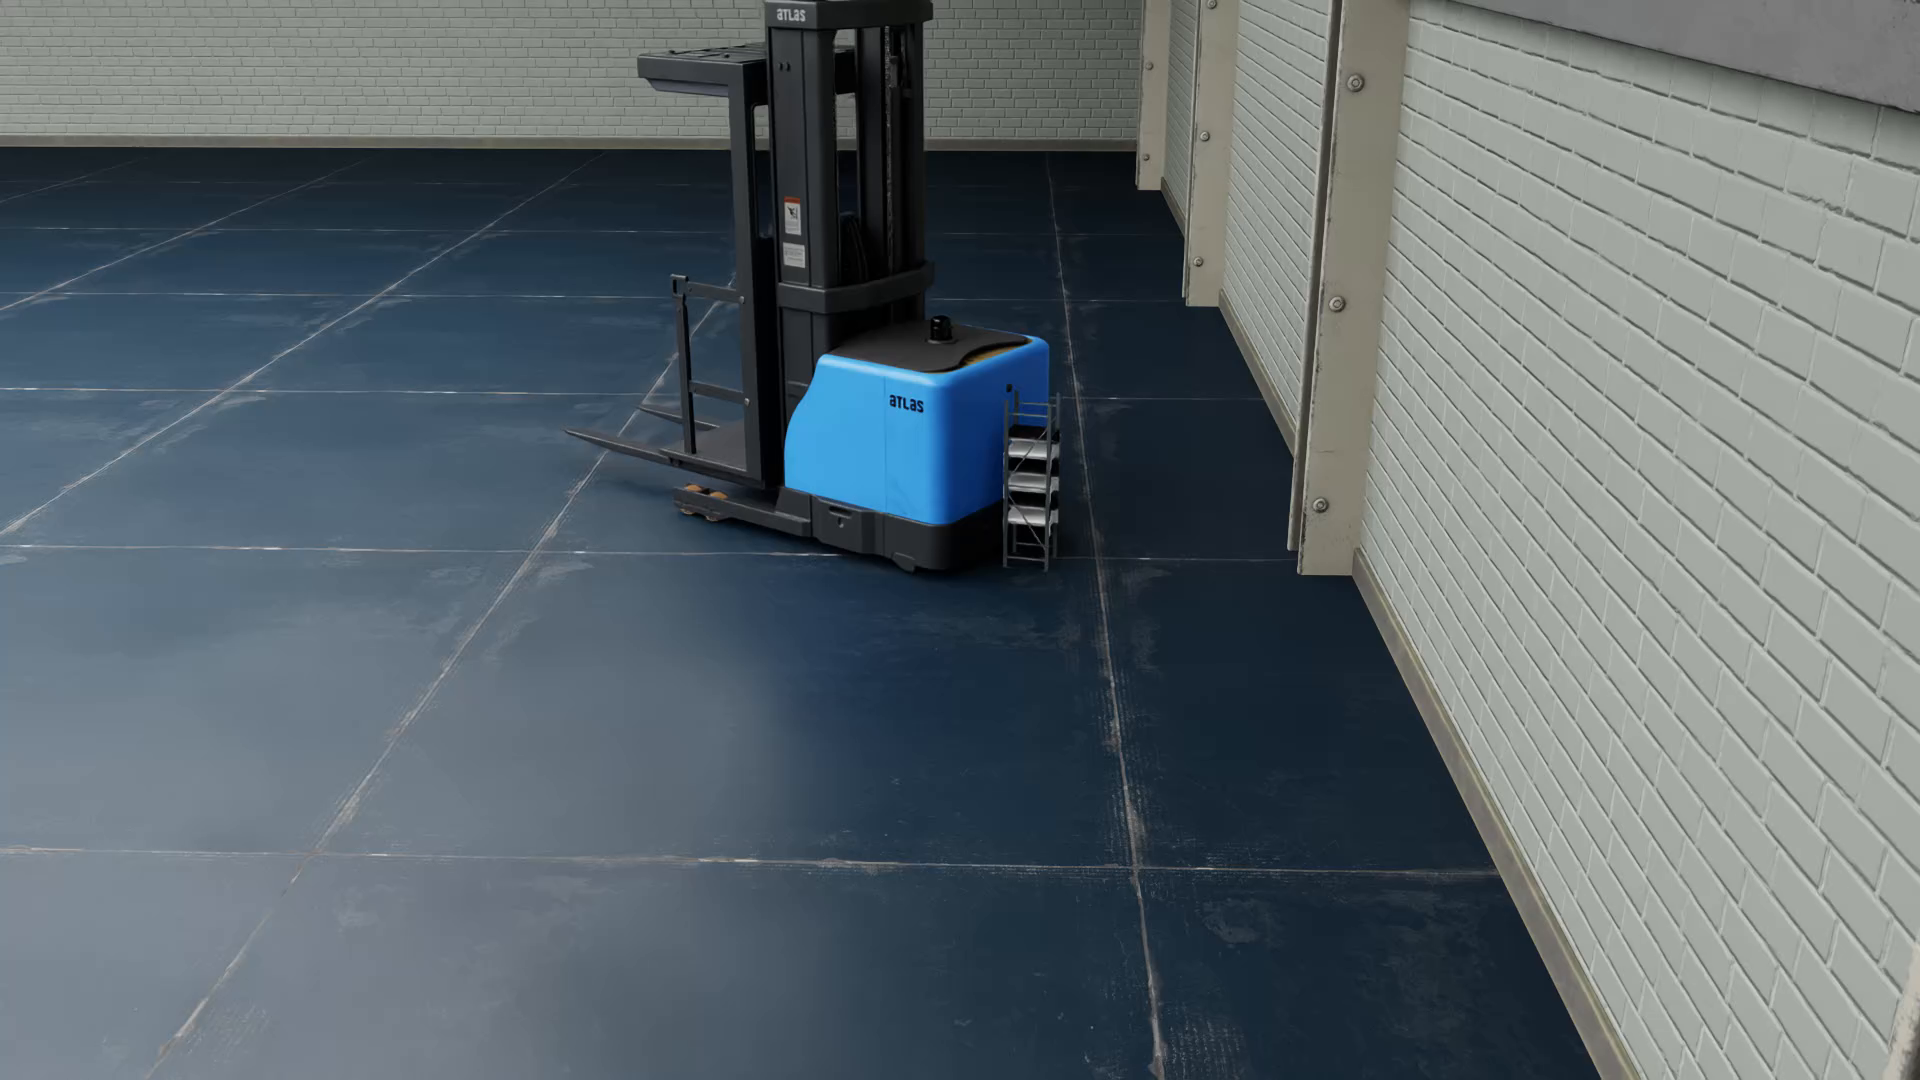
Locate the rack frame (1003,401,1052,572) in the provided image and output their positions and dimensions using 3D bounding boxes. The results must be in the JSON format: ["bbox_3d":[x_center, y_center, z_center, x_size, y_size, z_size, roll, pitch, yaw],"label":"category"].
[{"bbox_3d":[0.341,-0.265,8.469,0.240,0.900,0.006,6,22,14],"label":"rack frame"}]

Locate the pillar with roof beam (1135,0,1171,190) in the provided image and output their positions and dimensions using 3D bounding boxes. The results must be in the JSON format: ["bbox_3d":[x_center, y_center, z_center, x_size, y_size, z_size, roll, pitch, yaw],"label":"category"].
[{"bbox_3d":[-2.032,-8.473,18.426,9.100,9.000,0.400,1,21,2],"label":"pillar with roof beam"}]

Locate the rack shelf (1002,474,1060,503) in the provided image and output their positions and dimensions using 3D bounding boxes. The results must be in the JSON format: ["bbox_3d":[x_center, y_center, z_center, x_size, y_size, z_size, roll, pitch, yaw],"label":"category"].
[{"bbox_3d":[0.368,-0.270,8.572,0.258,0.077,0.200,6,22,14],"label":"rack shelf"}]

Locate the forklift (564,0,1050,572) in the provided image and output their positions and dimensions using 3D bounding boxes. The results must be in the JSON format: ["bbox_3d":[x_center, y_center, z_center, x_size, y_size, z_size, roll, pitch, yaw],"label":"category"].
[{"bbox_3d":[-1.000,-1.606,9.117,3.031,2.935,1.130,15,26,33],"label":"forklift"}]

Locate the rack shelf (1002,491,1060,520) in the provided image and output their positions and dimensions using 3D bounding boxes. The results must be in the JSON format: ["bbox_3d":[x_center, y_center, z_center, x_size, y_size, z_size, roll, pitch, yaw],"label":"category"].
[{"bbox_3d":[0.368,-0.186,8.605,0.258,0.077,0.200,6,22,14],"label":"rack shelf"}]

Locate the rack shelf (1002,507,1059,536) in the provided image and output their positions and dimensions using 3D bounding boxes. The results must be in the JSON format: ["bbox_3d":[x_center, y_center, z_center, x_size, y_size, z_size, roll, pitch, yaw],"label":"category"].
[{"bbox_3d":[0.368,-0.102,8.637,0.258,0.077,0.200,6,22,14],"label":"rack shelf"}]

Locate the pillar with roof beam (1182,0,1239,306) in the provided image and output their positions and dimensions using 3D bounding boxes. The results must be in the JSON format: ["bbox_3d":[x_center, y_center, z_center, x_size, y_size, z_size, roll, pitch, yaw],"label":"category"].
[{"bbox_3d":[-2.214,-6.304,12.835,9.100,9.000,0.400,1,21,2],"label":"pillar with roof beam"}]

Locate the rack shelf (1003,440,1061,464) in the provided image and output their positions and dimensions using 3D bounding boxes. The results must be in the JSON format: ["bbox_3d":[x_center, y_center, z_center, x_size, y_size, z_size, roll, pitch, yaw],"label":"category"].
[{"bbox_3d":[0.368,-0.438,8.507,0.258,0.077,0.200,6,22,14],"label":"rack shelf"}]

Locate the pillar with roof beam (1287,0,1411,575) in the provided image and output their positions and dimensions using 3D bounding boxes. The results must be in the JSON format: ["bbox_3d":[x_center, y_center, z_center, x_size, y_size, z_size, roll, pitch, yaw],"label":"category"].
[{"bbox_3d":[-2.397,-4.134,7.244,9.100,9.000,0.400,1,21,2],"label":"pillar with roof beam"}]

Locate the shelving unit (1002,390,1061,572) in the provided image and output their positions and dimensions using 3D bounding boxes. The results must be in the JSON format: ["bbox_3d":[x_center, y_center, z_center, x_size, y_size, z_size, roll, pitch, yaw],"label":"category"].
[{"bbox_3d":[0.368,-0.301,8.560,0.258,0.900,0.210,6,22,14],"label":"shelving unit"}]

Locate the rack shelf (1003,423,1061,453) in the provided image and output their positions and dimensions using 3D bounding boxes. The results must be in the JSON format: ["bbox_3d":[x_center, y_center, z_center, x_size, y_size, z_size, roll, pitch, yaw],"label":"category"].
[{"bbox_3d":[0.368,-0.521,8.475,0.258,0.077,0.200,6,22,14],"label":"rack shelf"}]

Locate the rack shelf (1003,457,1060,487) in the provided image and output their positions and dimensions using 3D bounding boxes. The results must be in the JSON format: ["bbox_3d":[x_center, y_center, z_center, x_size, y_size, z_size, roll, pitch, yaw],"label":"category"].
[{"bbox_3d":[0.368,-0.354,8.540,0.258,0.077,0.200,6,22,14],"label":"rack shelf"}]

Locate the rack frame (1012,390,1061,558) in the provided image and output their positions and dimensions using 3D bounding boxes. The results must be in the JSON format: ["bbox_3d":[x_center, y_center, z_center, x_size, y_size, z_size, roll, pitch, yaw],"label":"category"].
[{"bbox_3d":[0.395,-0.336,8.652,0.240,0.900,0.006,6,22,14],"label":"rack frame"}]
